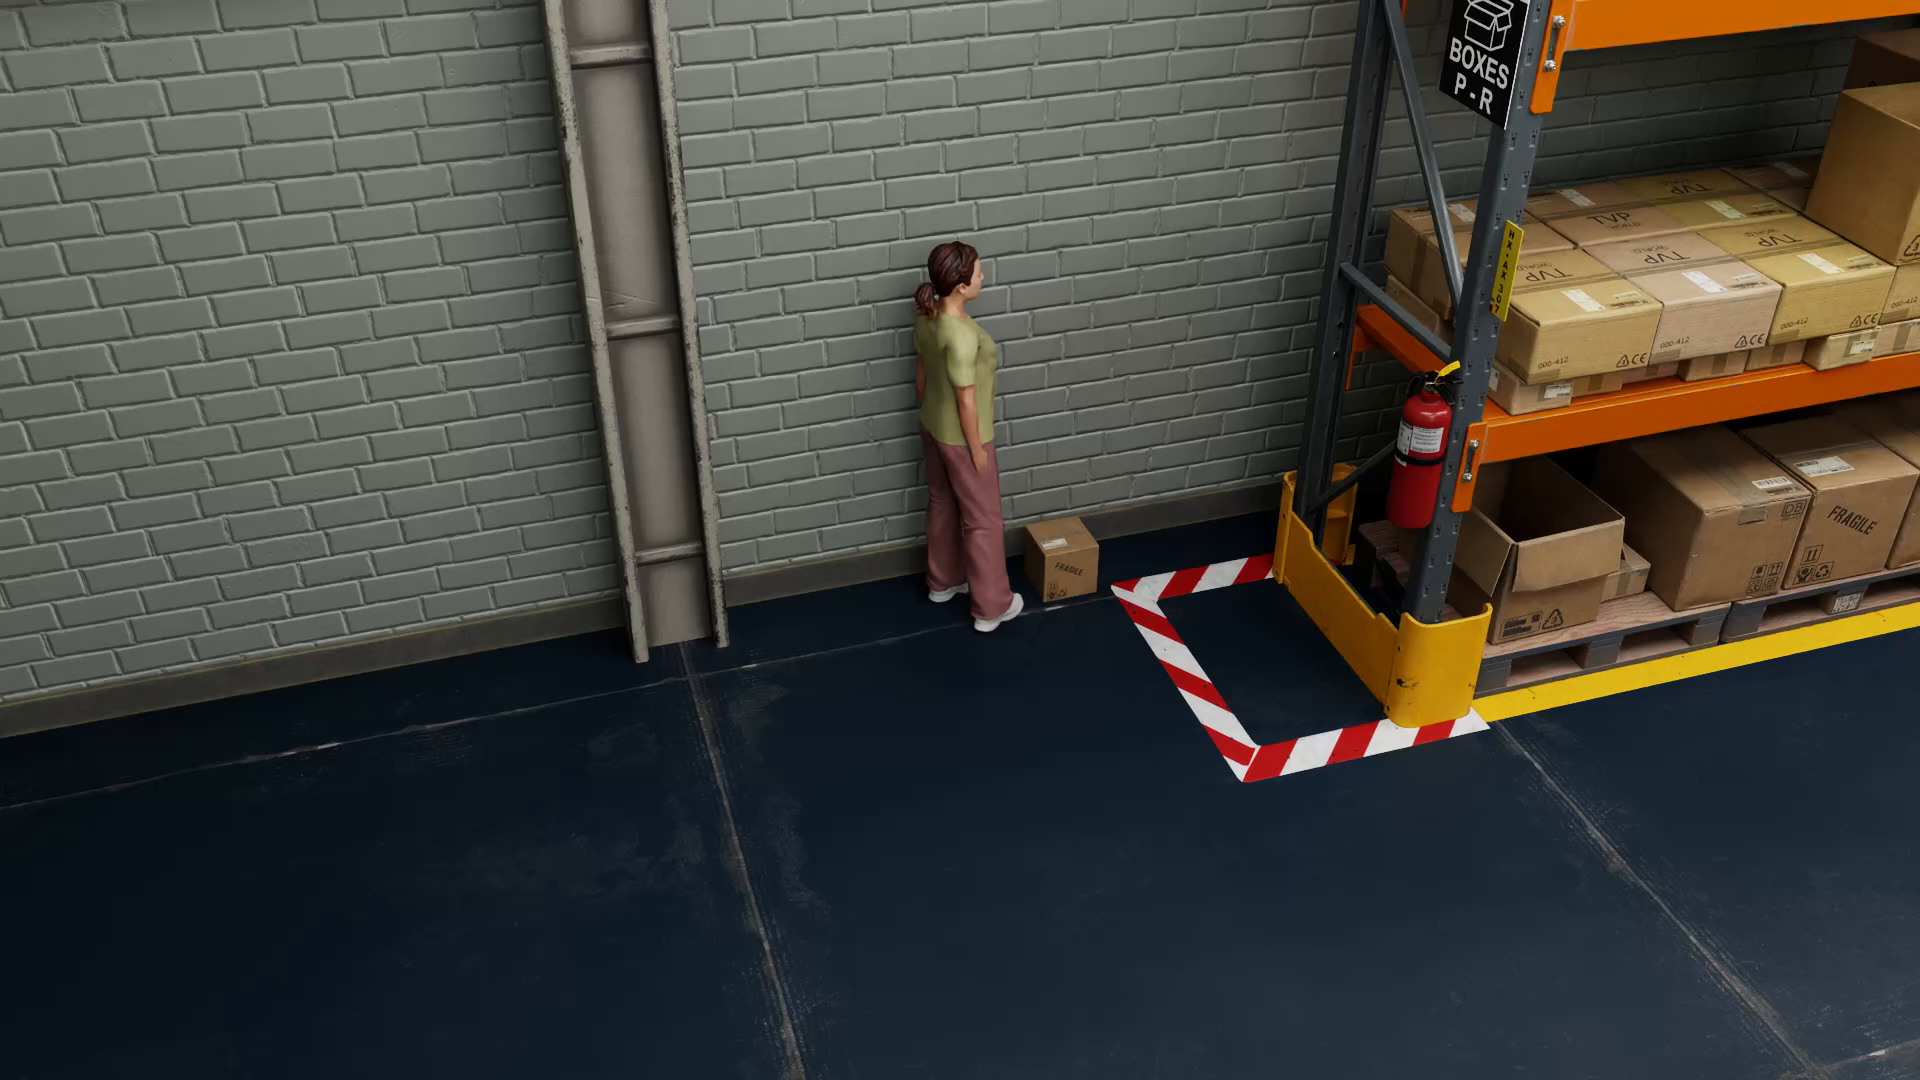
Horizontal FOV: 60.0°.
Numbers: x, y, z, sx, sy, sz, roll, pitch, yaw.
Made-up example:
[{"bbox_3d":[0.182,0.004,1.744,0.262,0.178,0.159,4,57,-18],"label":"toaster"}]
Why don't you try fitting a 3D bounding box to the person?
[{"bbox_3d":[0.031,-0.422,6.762,0.424,1.676,0.533,-16,37,-22],"label":"person"}]
